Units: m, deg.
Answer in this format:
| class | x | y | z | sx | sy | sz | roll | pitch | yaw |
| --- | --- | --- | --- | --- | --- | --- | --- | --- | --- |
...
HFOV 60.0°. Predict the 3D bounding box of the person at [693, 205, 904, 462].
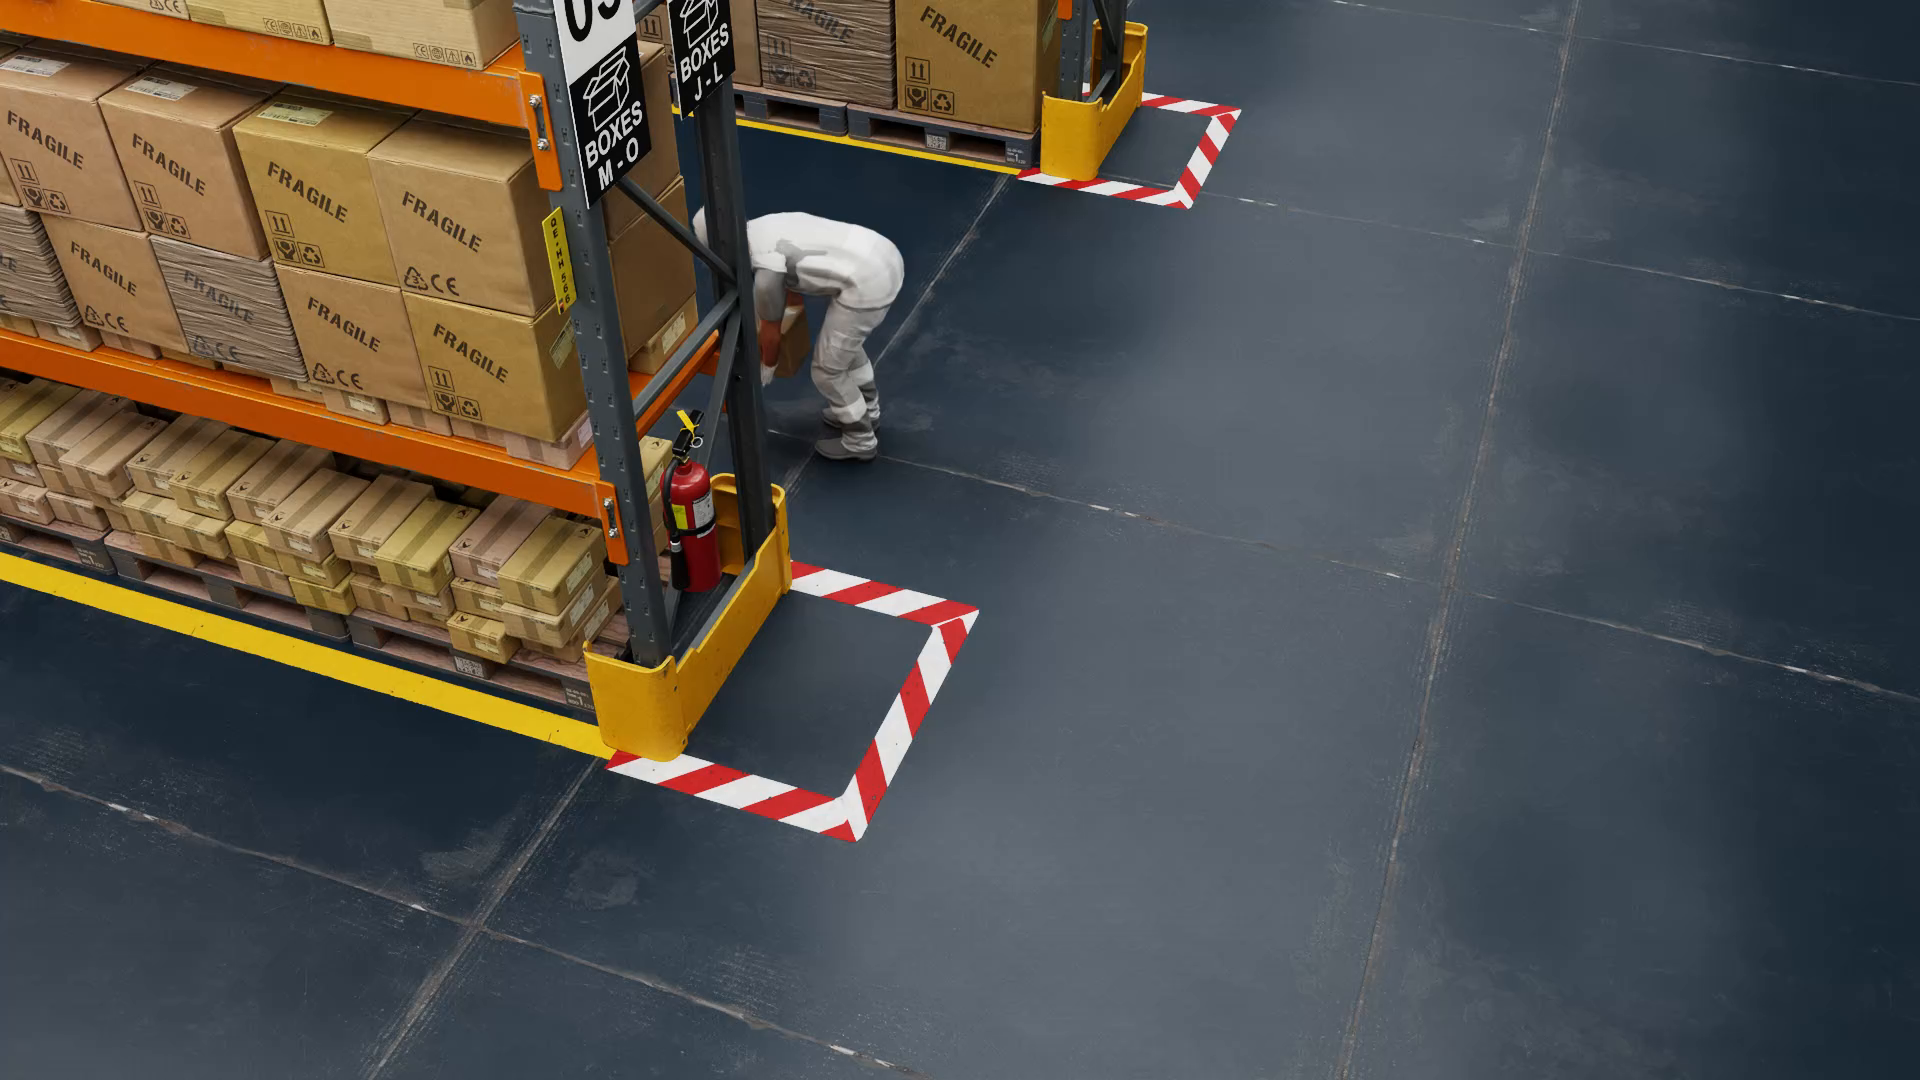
| class | x | y | z | sx | sy | sz | roll | pitch | yaw |
| --- | --- | --- | --- | --- | --- | --- | --- | --- | --- |
| person | -0.726 | -0.978 | 7.691 | 0.949 | 1.218 | 0.488 | 8 | 42 | 9 |
